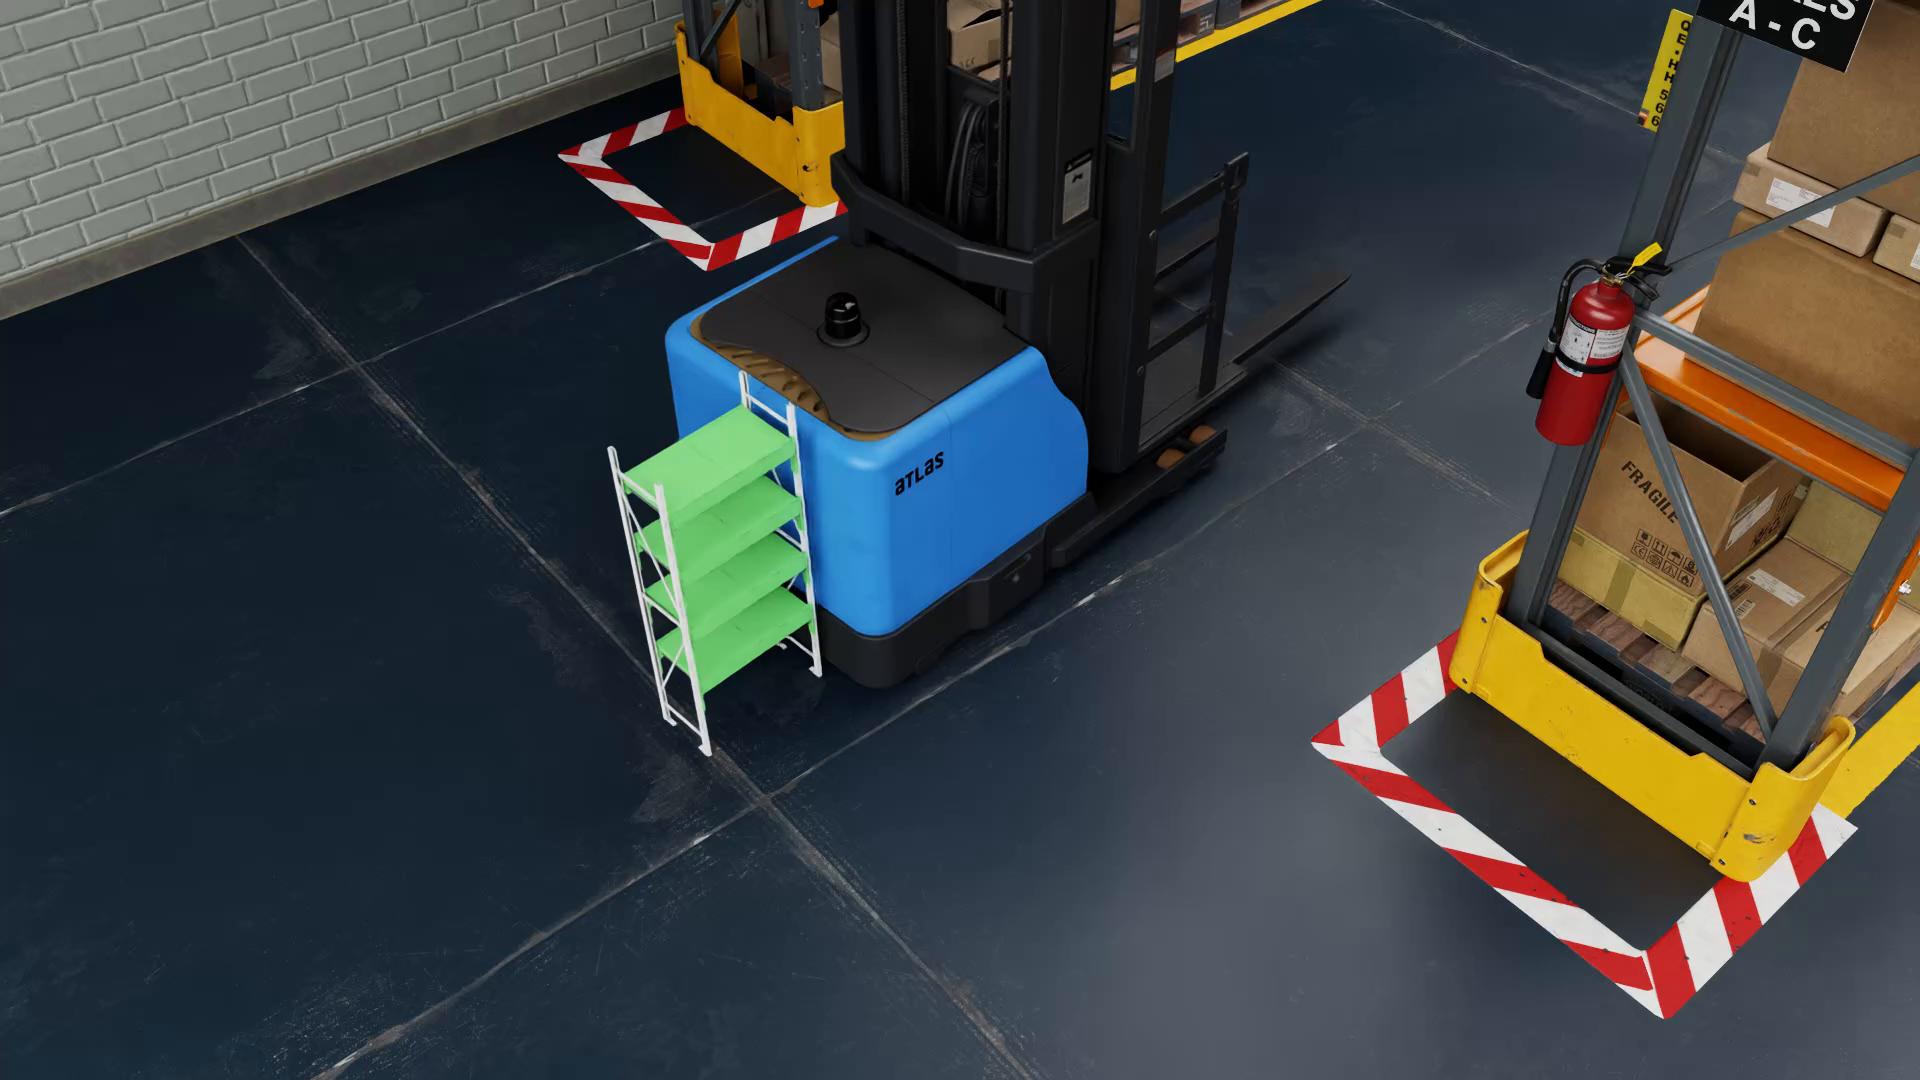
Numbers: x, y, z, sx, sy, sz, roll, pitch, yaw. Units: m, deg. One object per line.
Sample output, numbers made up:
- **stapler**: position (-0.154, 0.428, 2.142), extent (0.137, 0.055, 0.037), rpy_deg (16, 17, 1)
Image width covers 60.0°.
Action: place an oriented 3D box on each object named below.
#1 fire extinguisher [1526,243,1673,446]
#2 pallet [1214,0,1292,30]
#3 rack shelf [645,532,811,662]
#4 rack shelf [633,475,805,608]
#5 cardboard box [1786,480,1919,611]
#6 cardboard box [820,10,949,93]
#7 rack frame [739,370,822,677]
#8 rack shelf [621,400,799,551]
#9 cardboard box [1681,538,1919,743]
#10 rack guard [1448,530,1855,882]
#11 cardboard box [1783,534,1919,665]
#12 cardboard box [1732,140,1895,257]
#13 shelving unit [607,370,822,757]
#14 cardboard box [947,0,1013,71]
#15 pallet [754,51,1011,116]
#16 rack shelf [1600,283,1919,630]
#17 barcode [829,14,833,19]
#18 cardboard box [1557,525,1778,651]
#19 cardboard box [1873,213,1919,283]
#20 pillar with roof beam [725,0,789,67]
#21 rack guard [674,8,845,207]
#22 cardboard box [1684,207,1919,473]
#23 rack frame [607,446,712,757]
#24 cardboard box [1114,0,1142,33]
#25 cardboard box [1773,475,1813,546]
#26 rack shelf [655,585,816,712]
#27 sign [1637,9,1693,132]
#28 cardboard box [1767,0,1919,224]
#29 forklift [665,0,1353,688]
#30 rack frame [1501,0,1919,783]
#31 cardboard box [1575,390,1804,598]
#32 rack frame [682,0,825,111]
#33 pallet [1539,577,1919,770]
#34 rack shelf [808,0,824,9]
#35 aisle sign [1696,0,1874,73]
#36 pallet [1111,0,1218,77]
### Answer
- **fire extinguisher**: position (1.800, -0.576, 4.729), extent (0.183, 0.674, 0.296), rpy_deg (-30, 51, -28)
- **pallet**: position (1.584, -3.439, 9.758), extent (1.213, 0.211, 1.003), rpy_deg (-30, 51, -28)
- **rack shelf**: position (-0.744, 0.148, 5.303), extent (0.258, 0.148, 0.480), rpy_deg (34, 54, 31)
- **rack shelf**: position (-0.746, -0.025, 5.137), extent (0.258, 0.148, 0.480), rpy_deg (34, 54, 31)
- **cardboard box**: position (3.126, -0.176, 5.400), extent (0.500, 0.500, 0.500), rpy_deg (-30, 51, -28)
- **cardboard box**: position (-0.404, -2.449, 8.309), extent (0.500, 0.311, 0.500), rpy_deg (33, 52, 30)
- **rack frame**: position (-0.572, -0.020, 5.382), extent (0.240, 1.200, 0.015), rpy_deg (34, 54, 31)
- **rack shelf**: position (-0.749, -0.198, 4.971), extent (0.258, 0.148, 0.480), rpy_deg (34, 54, 31)
- **cardboard box**: position (2.743, 0.318, 5.422), extent (0.500, 0.250, 0.500), rpy_deg (-30, 51, -28)
- **rack guard**: position (2.171, 0.509, 5.343), extent (0.348, 0.500, 1.175), rpy_deg (-30, 51, -28)
- **cardboard box**: position (3.124, 0.096, 5.658), extent (0.500, 0.250, 0.500), rpy_deg (-30, 51, -28)
- **cardboard box**: position (2.360, -0.953, 4.527), extent (0.250, 0.149, 0.380), rpy_deg (-31, 51, -28)
- **shelving unit**: position (-0.744, 0.102, 5.259), extent (0.258, 1.200, 0.503), rpy_deg (34, 54, 31)
- **cardboard box**: position (0.034, -2.700, 8.576), extent (0.500, 0.311, 0.500), rpy_deg (-26, 49, -25)
- **pallet**: position (-0.288, -2.367, 8.617), extent (1.213, 0.211, 1.003), rpy_deg (-30, 51, -28)
- **rack shelf**: position (3.723, -1.029, 5.680), extent (4.000, 0.370, 1.077), rpy_deg (-30, 51, -28)
- **barcode**: position (-0.646, -2.671, 8.538), extent (0.075, 0.075, 0.001), rpy_deg (-30, 51, -28)
- **cardboard box**: position (2.411, 0.046, 5.712), extent (0.500, 0.250, 0.500), rpy_deg (-30, 51, -28)
- **cardboard box**: position (2.628, -0.745, 4.305), extent (0.250, 0.149, 0.380), rpy_deg (-30, 51, -28)
- **pillar with roof beam**: position (1.752, -3.700, 3.617), extent (0.400, 9.000, 9.100), rpy_deg (-30, 51, -28)
- **rack guard**: position (-0.934, -2.134, 8.158), extent (0.348, 0.500, 1.175), rpy_deg (-30, 51, -28)
- **cardboard box**: position (2.555, -0.647, 4.675), extent (0.500, 0.500, 0.700), rpy_deg (-30, 51, -28)
- **rack frame**: position (-0.917, 0.223, 5.136), extent (0.240, 1.200, 0.015), rpy_deg (34, 54, 31)
- **cardboard box**: position (0.629, -3.064, 8.826), extent (0.500, 0.500, 0.700), rpy_deg (-33, 52, -30)
- **cardboard box**: position (2.787, -0.180, 5.952), extent (0.500, 0.250, 0.500), rpy_deg (-30, 51, -28)
- **rack shelf**: position (-0.741, 0.321, 5.470), extent (0.258, 0.148, 0.480), rpy_deg (34, 54, 31)
- **sign**: position (1.852, -1.212, 4.331), extent (0.005, 0.325, 0.100), rpy_deg (-30, 51, -28)
- **cardboard box**: position (2.596, -1.144, 4.256), extent (0.500, 0.500, 0.700), rpy_deg (-30, 51, -28)
- **forklift**: position (0.401, -1.480, 5.685), extent (1.130, 2.935, 3.031), rpy_deg (33, 53, 30)
- **rack frame**: position (2.189, -0.413, 4.498), extent (0.127, 3.000, 1.000), rpy_deg (-30, 51, -28)
- **cardboard box**: position (2.410, -0.229, 5.456), extent (0.500, 0.500, 0.500), rpy_deg (-30, 51, -28)
- **rack frame**: position (-0.992, -3.012, 7.266), extent (0.127, 3.000, 1.000), rpy_deg (-30, 51, -28)
- **pallet**: position (2.749, 0.246, 5.834), extent (1.213, 0.211, 1.003), rpy_deg (-30, 51, -28)
- **rack shelf**: position (0.542, -3.629, 8.448), extent (4.000, 0.370, 1.077), rpy_deg (-30, 51, -28)
- **aisle sign**: position (1.950, -1.486, 3.742), extent (0.004, 0.787, 0.394), rpy_deg (-30, 51, -28)
- **pallet**: position (0.647, -2.900, 9.184), extent (1.213, 0.211, 1.003), rpy_deg (-30, 51, -28)
